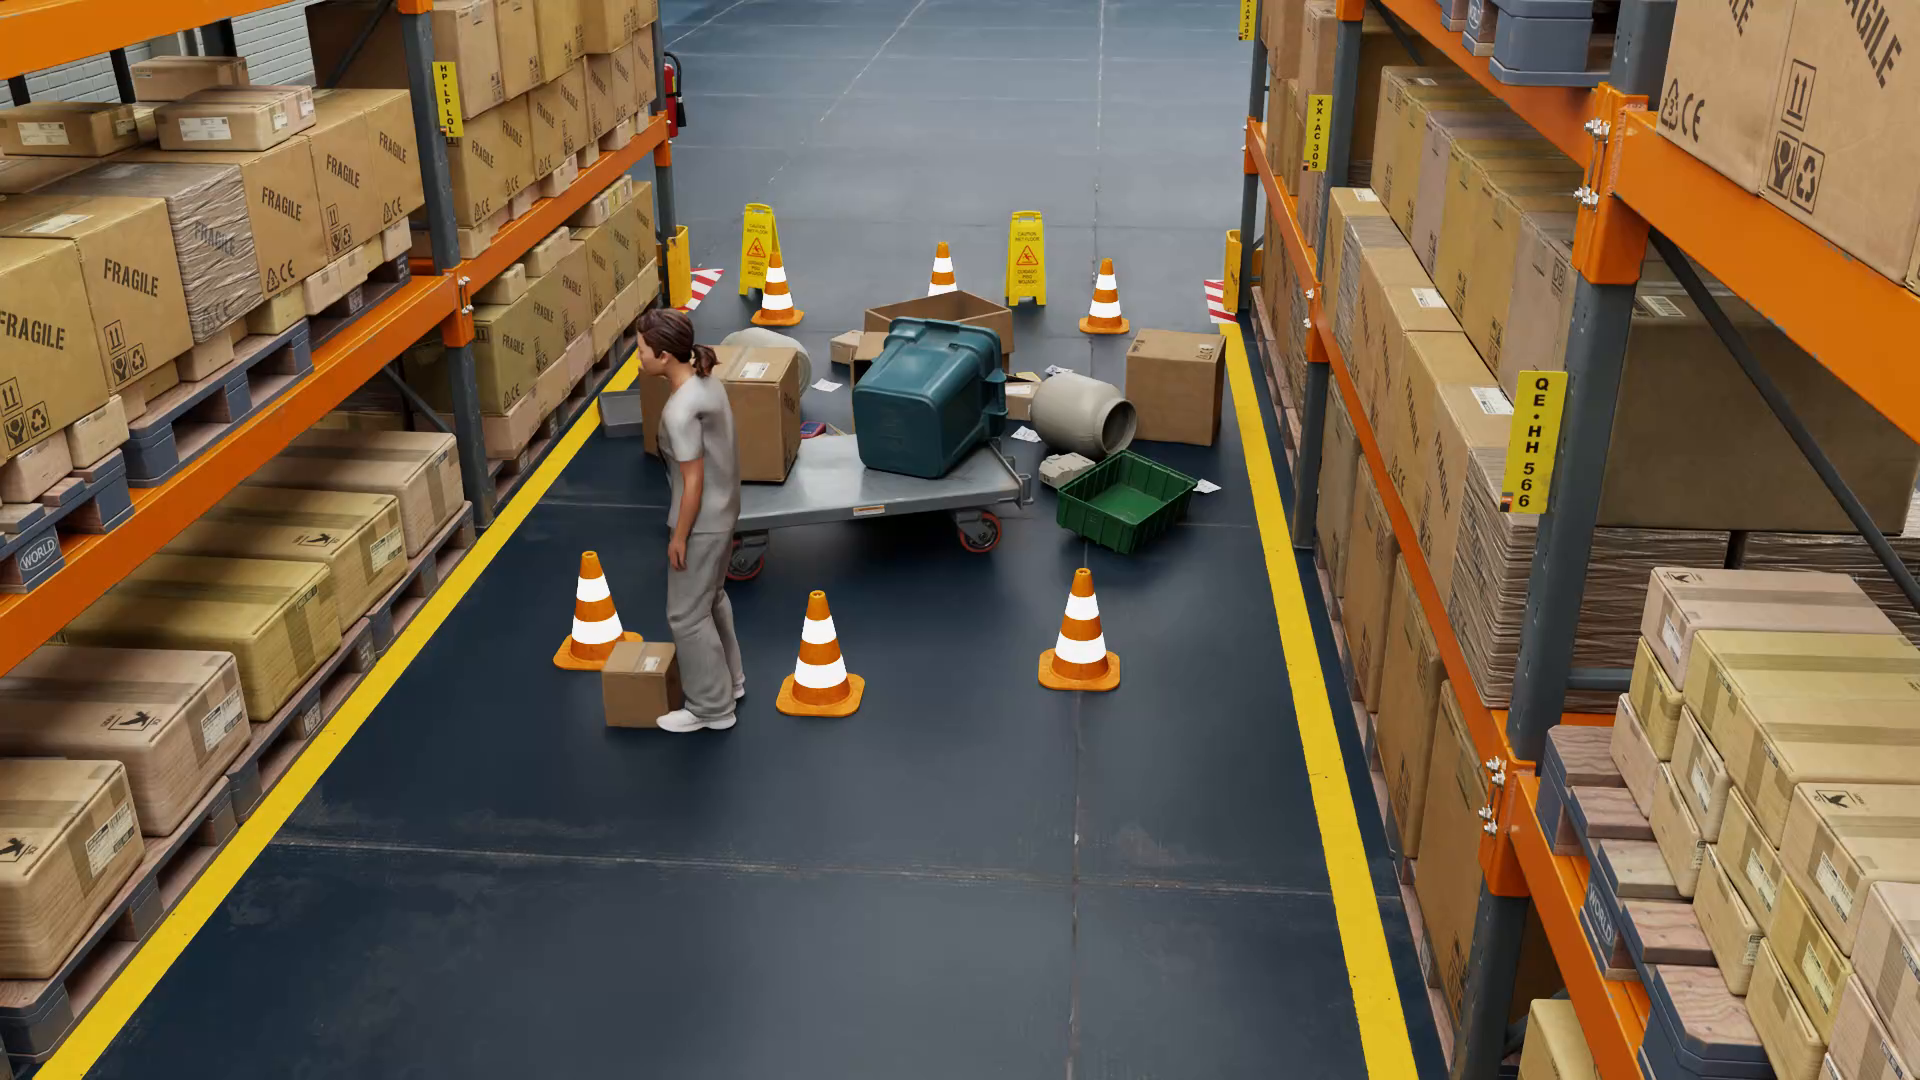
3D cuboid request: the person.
[{"bbox_3d":[-1.002,-0.072,6.265,0.361,1.672,0.492,1,25,2],"label":"person"}]
